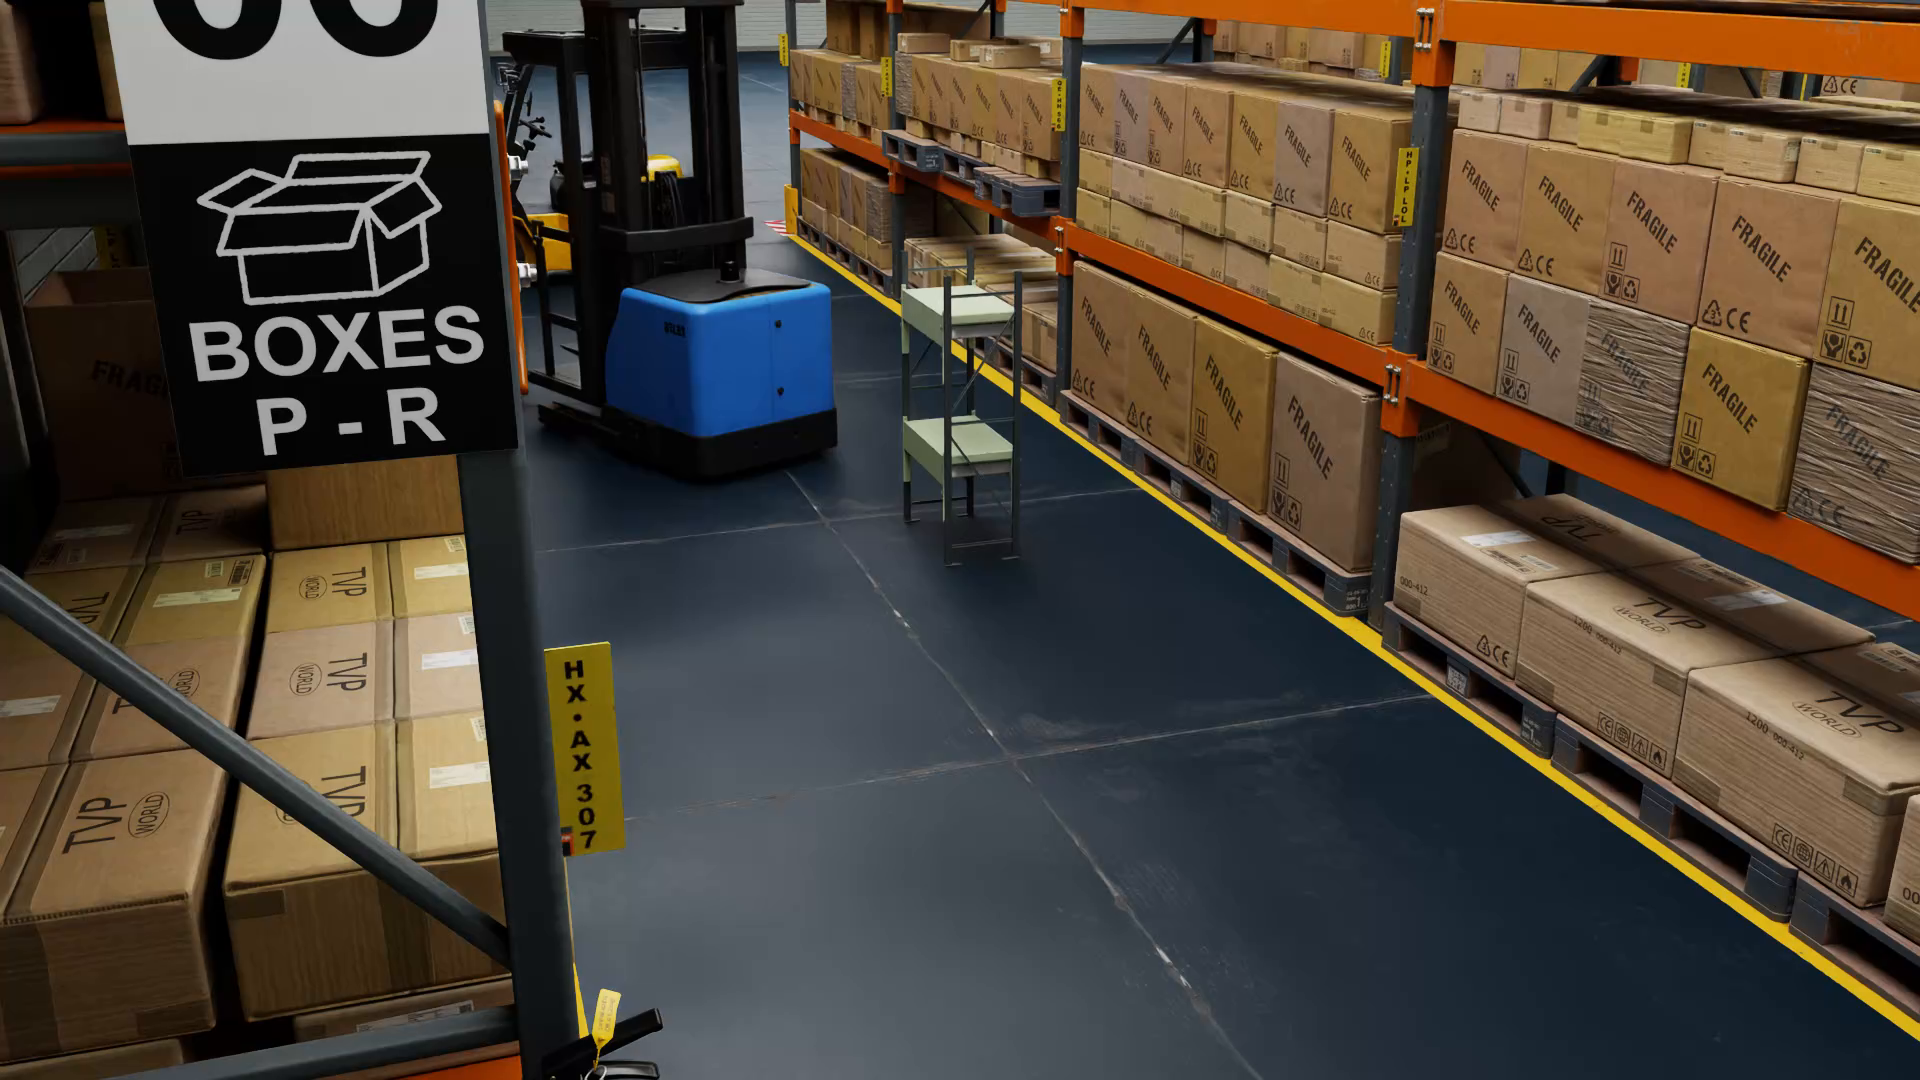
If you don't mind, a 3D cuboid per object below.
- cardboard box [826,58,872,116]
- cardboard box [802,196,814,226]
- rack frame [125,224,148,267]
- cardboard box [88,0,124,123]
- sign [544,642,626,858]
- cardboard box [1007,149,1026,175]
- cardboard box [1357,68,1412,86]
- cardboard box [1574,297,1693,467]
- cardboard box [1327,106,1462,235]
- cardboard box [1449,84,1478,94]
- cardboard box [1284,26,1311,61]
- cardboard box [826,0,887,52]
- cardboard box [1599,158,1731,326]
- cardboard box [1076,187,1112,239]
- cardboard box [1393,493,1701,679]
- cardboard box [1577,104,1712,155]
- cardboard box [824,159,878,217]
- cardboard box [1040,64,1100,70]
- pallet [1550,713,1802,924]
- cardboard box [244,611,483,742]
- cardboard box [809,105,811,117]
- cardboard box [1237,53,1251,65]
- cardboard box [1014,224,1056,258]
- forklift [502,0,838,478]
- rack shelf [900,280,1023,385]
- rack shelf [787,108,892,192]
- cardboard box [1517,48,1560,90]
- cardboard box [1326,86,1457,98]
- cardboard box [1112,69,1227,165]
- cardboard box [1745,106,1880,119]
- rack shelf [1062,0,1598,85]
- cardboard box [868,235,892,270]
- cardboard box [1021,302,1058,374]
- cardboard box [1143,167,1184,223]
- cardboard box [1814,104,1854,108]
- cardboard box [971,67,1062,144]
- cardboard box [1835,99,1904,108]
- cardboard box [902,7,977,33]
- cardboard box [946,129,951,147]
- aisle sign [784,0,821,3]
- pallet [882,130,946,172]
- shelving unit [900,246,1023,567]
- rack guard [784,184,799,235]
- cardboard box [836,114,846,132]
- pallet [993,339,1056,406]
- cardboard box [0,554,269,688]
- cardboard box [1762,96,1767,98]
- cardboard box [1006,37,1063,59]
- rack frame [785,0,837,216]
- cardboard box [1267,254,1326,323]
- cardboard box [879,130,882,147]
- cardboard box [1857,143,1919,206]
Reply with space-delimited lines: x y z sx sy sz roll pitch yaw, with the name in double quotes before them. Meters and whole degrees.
"cardboard box" -0.989 -4.411 16.172 0.500 0.500 0.500 -7 21 -18
"cardboard box" -1.378 -3.512 17.704 0.500 0.250 0.500 -7 21 -18
"rack frame" -2.308 -0.518 5.920 1.000 3.000 0.127 -6 21 -17
"cardboard box" -0.930 -0.654 2.235 0.380 0.149 0.250 -6 21 -16
"sign" -0.536 0.301 2.361 0.100 0.325 0.005 -6 21 -17
"cardboard box" 0.544 -2.644 11.590 0.380 0.149 0.250 -7 21 -18
"cardboard box" 4.428 -4.360 16.395 0.875 0.550 0.550 -6 21 -17
"cardboard box" 2.606 -0.593 5.981 0.500 0.500 0.500 -6 21 -17
"cardboard box" 2.024 -1.681 7.531 0.500 0.500 0.500 -6 21 -15
"cardboard box" 4.625 -3.860 15.077 0.500 0.500 0.500 -6 21 -17
"cardboard box" 3.976 -5.394 17.677 0.875 0.550 0.500 -6 21 -17
"cardboard box" -1.001 -5.414 17.485 0.700 0.500 0.500 -7 21 -19
"cardboard box" 2.626 -1.057 5.795 0.500 0.500 0.500 -6 21 -16
"cardboard box" 1.060 -2.075 10.479 0.500 0.250 0.500 -7 21 -18
"cardboard box" 2.498 0.175 7.161 0.875 0.438 0.875 -7 21 -18
"cardboard box" 2.492 -1.496 6.057 0.380 0.149 0.250 -7 21 -18
"cardboard box" -1.052 -3.529 16.640 0.500 0.500 0.500 -6 21 -16
"cardboard box" 0.880 -3.220 12.234 0.500 0.500 0.500 -6 21 -16
"pallet" 2.955 0.911 6.069 1.003 0.211 1.213 -6 21 -17
"cardboard box" -1.097 0.361 3.257 0.500 0.250 0.500 -6 21 -17
"cardboard box" -1.360 -4.475 17.308 0.380 0.149 0.250 -7 21 -19
"cardboard box" 3.652 -5.238 18.839 0.875 0.550 0.550 -6 21 -17
"cardboard box" 0.843 -2.927 16.321 0.500 0.500 0.500 8 21 20
"forklift" -2.126 -2.164 10.605 1.130 2.935 3.031 -17 26 -39
"rack shelf" -0.002 -1.075 8.537 0.431 0.370 0.720 -6 21 -17
"rack shelf" -0.740 -3.917 16.448 1.077 0.370 4.000 -6 21 -17
"cardboard box" 5.197 -4.041 14.104 0.700 0.500 0.500 -7 21 -18
"cardboard box" 2.196 -2.057 8.579 0.500 0.500 0.500 -7 21 -19
"cardboard box" 1.233 -2.505 9.826 0.500 0.500 0.500 -6 21 -17
"cardboard box" 3.060 -1.471 5.988 0.380 0.149 0.250 -7 21 -18
"rack shelf" 1.774 -2.761 8.793 1.077 0.370 4.000 -6 21 -17
"cardboard box" -0.553 -2.678 15.382 0.500 0.250 0.500 -5 20 -15
"cardboard box" 0.977 -1.473 11.847 0.950 0.372 0.625 -8 21 -21
"cardboard box" 1.377 -1.978 9.470 0.500 0.250 0.500 -6 21 -17
"cardboard box" 5.934 -2.914 11.461 0.380 0.149 0.250 -7 21 -18
"cardboard box" 0.406 -3.157 12.061 0.500 0.500 0.500 -8 21 -21
"cardboard box" 6.479 -3.058 11.864 0.380 0.149 0.250 -7 21 -18
"cardboard box" -0.184 -4.602 15.223 0.700 0.500 0.500 -6 21 -17
"cardboard box" 0.111 -3.151 13.004 0.380 0.149 0.250 -6 21 -17
"aisle sign" -1.683 -6.108 17.637 0.394 0.787 0.004 -6 21 -17
"pallet" -0.010 -3.262 13.846 1.003 0.211 1.213 -6 21 -17
"shelving unit" -0.002 -0.708 8.669 0.431 1.500 0.755 -6 21 -17
"rack guard" -1.345 -3.696 18.468 1.175 0.500 0.348 -6 21 -17
"cardboard box" -0.992 -4.056 16.142 0.380 0.149 0.250 -6 21 -17
"pallet" 0.901 -1.268 12.136 1.003 0.211 1.213 -6 21 -17
"cardboard box" -1.760 0.252 3.559 0.500 0.250 0.500 -6 21 -15
"cardboard box" 8.858 -4.754 18.086 0.380 0.149 0.250 -6 21 -17
"cardboard box" 0.585 -3.874 13.096 0.380 0.149 0.250 -7 21 -20
"rack frame" -1.369 -4.897 18.113 1.000 3.000 0.127 -6 21 -17
"cardboard box" 1.863 -1.256 8.199 0.500 0.250 0.500 -7 21 -18
"cardboard box" -0.502 -3.566 14.779 0.380 0.149 0.250 -7 21 -18
"cardboard box" 2.904 -1.083 4.908 0.380 0.149 0.250 -6 21 -16
